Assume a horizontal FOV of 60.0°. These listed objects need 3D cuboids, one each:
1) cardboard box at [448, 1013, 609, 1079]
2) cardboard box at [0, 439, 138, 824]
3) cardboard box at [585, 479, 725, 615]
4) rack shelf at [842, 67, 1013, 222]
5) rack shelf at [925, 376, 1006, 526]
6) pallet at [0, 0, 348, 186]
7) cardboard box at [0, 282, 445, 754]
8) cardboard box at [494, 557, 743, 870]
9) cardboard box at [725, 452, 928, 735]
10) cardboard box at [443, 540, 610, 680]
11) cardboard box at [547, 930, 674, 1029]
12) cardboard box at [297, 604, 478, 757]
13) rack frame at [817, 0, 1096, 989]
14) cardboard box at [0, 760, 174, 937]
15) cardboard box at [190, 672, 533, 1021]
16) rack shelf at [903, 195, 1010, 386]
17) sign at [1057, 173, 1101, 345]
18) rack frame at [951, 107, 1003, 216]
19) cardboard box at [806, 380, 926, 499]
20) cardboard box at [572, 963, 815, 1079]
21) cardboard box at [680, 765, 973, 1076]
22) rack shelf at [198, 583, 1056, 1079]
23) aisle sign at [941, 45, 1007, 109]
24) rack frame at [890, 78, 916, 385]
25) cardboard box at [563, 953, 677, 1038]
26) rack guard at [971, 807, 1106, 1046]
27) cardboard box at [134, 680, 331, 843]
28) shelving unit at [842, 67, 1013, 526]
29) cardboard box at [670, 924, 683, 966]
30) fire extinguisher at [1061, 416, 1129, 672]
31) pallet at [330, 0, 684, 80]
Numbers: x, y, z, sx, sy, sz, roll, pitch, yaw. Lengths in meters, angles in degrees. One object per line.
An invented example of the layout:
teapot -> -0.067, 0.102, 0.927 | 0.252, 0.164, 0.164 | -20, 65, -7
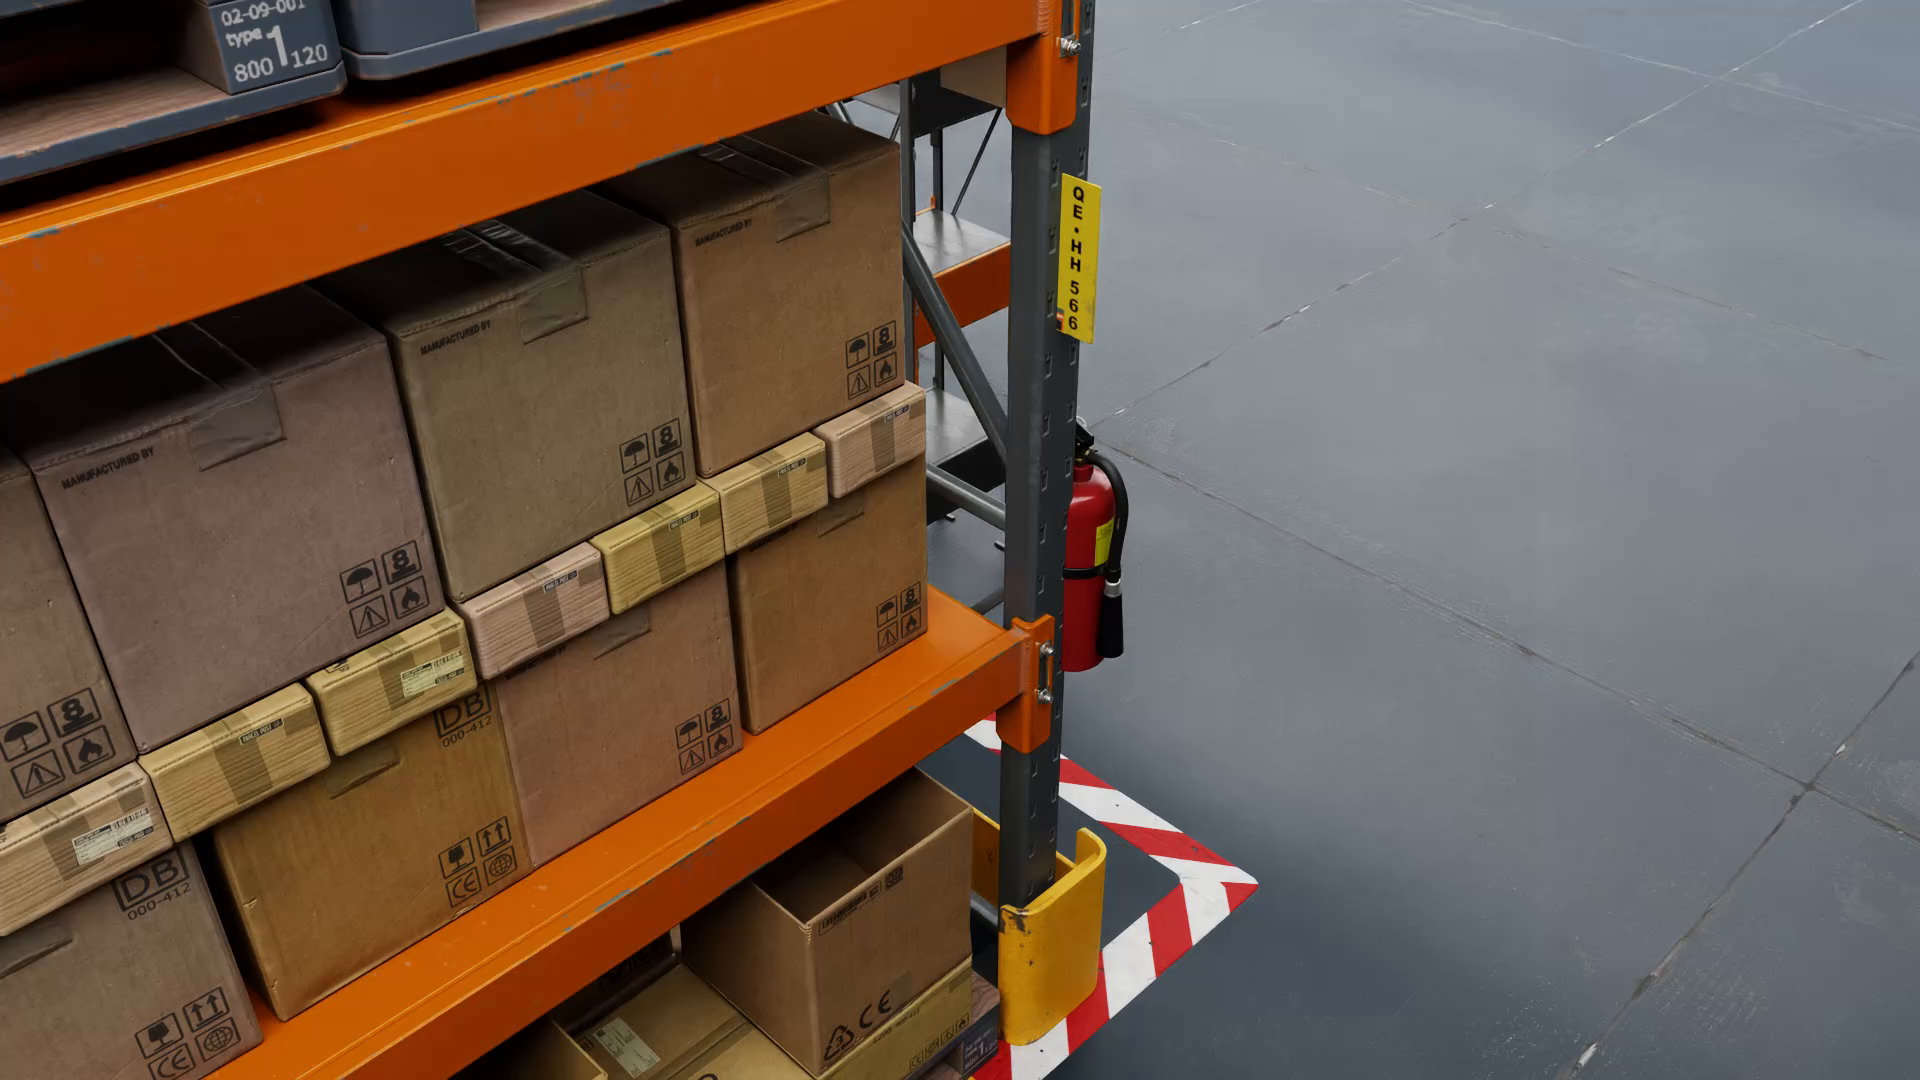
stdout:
cardboard box -> -1.013, 1.211, 3.272 | 0.500, 0.500, 0.500 | 30, 45, 35
cardboard box -> -1.602, 0.071, 2.305 | 0.700, 0.500, 0.500 | 30, 45, 35
cardboard box -> -0.650, -0.051, 3.046 | 0.380, 0.149, 0.250 | 29, 44, 35
rack shelf -> -0.117, -1.357, 5.160 | 0.431, 0.518, 0.480 | 30, 45, 35
rack shelf -> -0.117, -0.209, 5.961 | 0.431, 0.518, 0.480 | 30, 45, 35
pallet -> -1.529, -0.606, 1.952 | 1.003, 0.211, 1.213 | 30, 45, 35
cardboard box -> -1.249, -0.133, 2.597 | 0.500, 0.500, 0.700 | -30, 45, -35
cardboard box -> -2.347, 1.459, 2.183 | 4.930, 1.340, 1.023 | -29, 44, -35
cardboard box -> -0.490, -0.043, 3.602 | 0.700, 0.500, 0.500 | 30, 45, 35
cardboard box -> -0.829, 0.051, 2.901 | 0.250, 0.149, 0.380 | -29, 44, -35
cardboard box -> -1.039, 0.794, 3.871 | 0.500, 0.500, 0.500 | 30, 45, 35
cardboard box -> -1.013, 0.157, 2.748 | 0.250, 0.149, 0.380 | -28, 44, -34
rack frame -> -0.152, -0.186, 3.895 | 1.000, 3.000, 0.127 | 30, 45, 35
cardboard box -> -1.378, 0.369, 2.444 | 0.380, 0.149, 0.250 | 29, 44, 35
cardboard box -> -1.211, 0.372, 3.008 | 0.500, 0.500, 0.700 | -30, 45, -35
rack shelf -> -0.117, -0.783, 5.561 | 0.431, 0.518, 0.480 | 30, 45, 35
sign -> 0.223, -0.534, 3.174 | 0.100, 0.325, 0.005 | 30, 45, 35
rack frame -> 0.054, -0.894, 5.696 | 0.380, 1.831, 0.006 | 30, 45, 35
cardboard box -> -0.286, -0.261, 3.348 | 0.380, 0.149, 0.250 | 29, 44, 35
cardboard box -> -0.664, 1.314, 3.780 | 0.500, 0.250, 0.500 | 30, 45, 35
cardboard box -> -0.319, 0.800, 3.862 | 0.500, 0.500, 0.500 | 30, 45, 35
rack shelf -> -1.562, 0.921, 2.936 | 1.077, 0.370, 4.000 | 30, 45, 35
aisle sign -> 0.102, -1.161, 3.019 | 0.394, 0.787, 0.004 | 30, 45, 35
rack frame -> -0.289, -0.695, 5.411 | 0.400, 2.100, 0.015 | 30, 45, 35
cardboard box -> -1.038, 1.102, 4.084 | 0.500, 0.250, 0.500 | 30, 45, 35
rack guard -> -0.136, 0.829, 4.624 | 1.175, 0.500, 0.348 | 30, 45, 35
cardboard box -> -1.198, 0.265, 2.593 | 0.250, 0.149, 0.380 | -29, 44, -34
shelving unit -> -0.118, -0.793, 5.552 | 0.431, 2.100, 0.499 | 30, 45, 35
cardboard box -> -0.688, 0.898, 4.377 | 0.500, 0.250, 0.500 | 30, 45, 35
fire extinguisher -> 0.260, -0.015, 3.717 | 0.296, 0.674, 0.183 | 30, 45, 35
pallet -> -0.669, -1.104, 2.665 | 1.003, 0.211, 1.213 | 30, 45, 35
